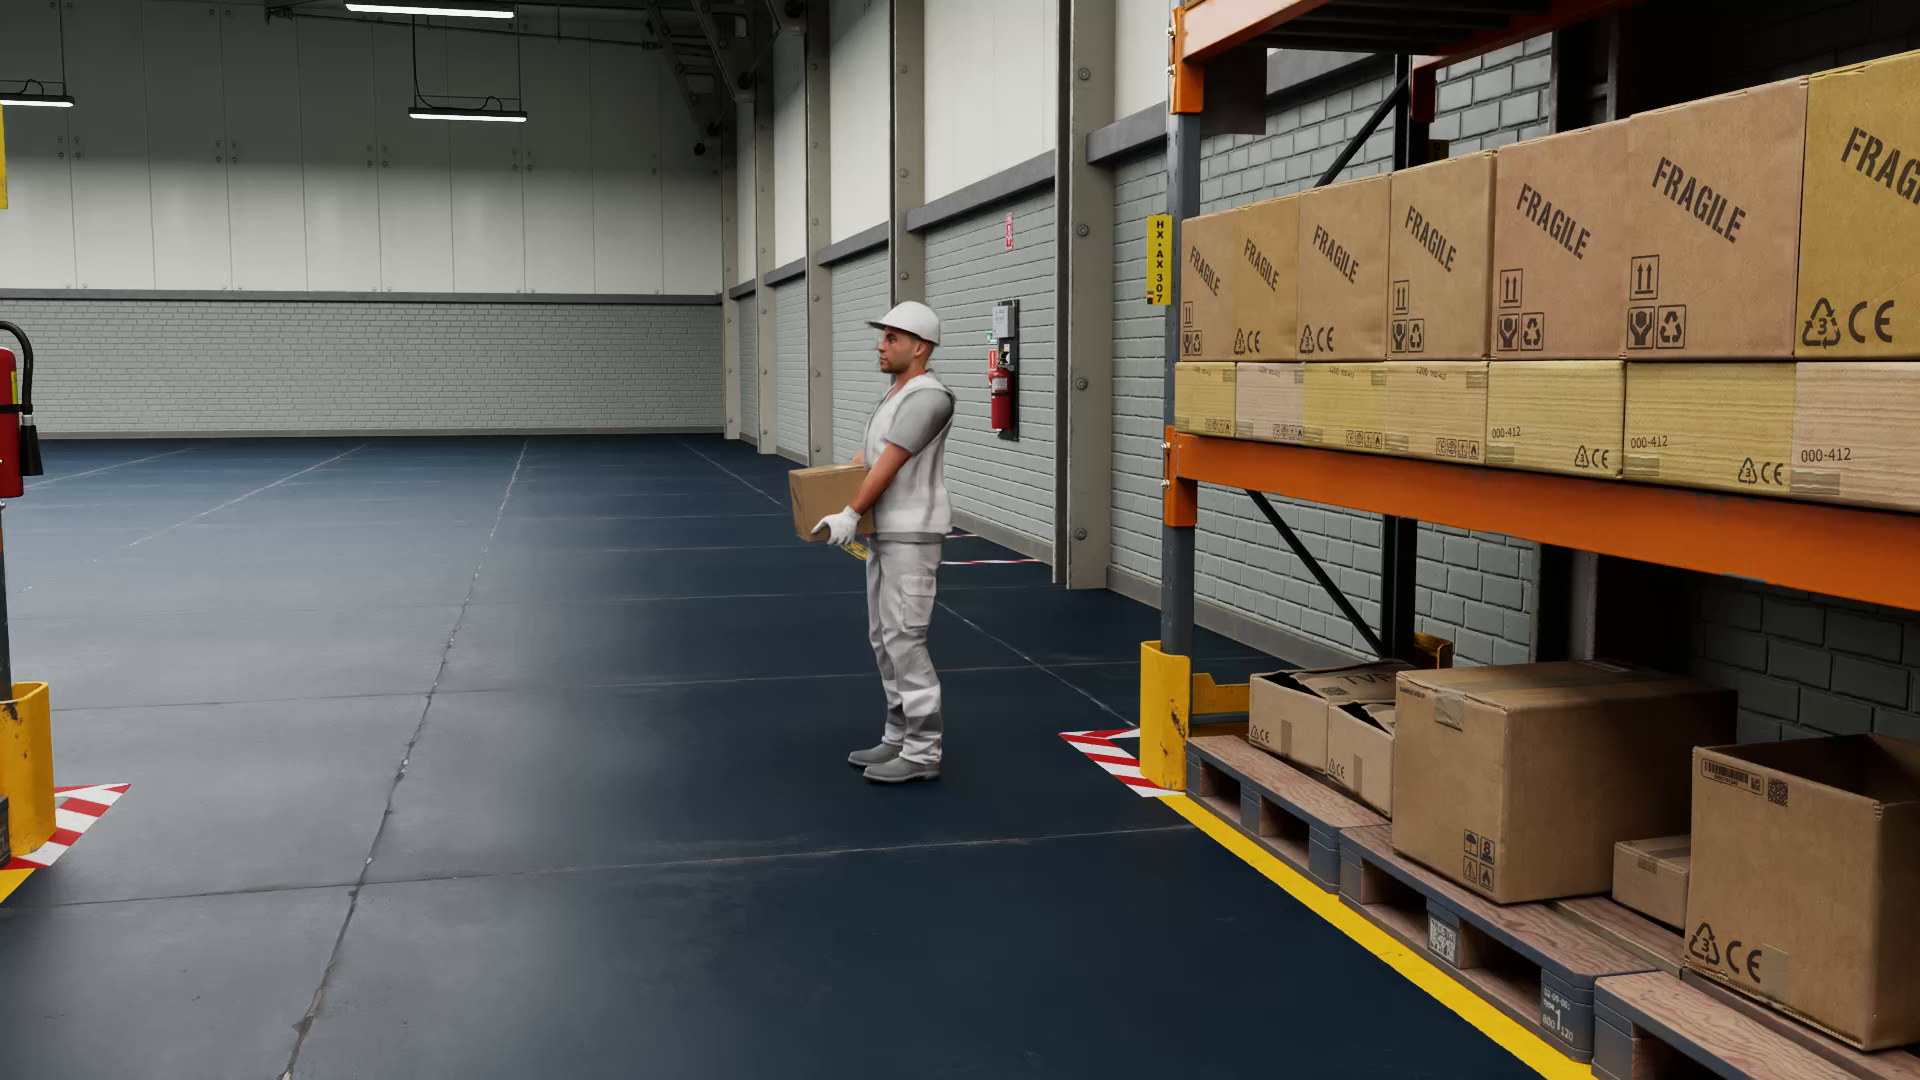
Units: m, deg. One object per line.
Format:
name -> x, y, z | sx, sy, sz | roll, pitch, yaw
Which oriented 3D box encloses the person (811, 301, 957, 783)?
person -> -0.308, 0.005, 6.238 | 0.549, 1.786, 0.495 | -2, 6, -16
